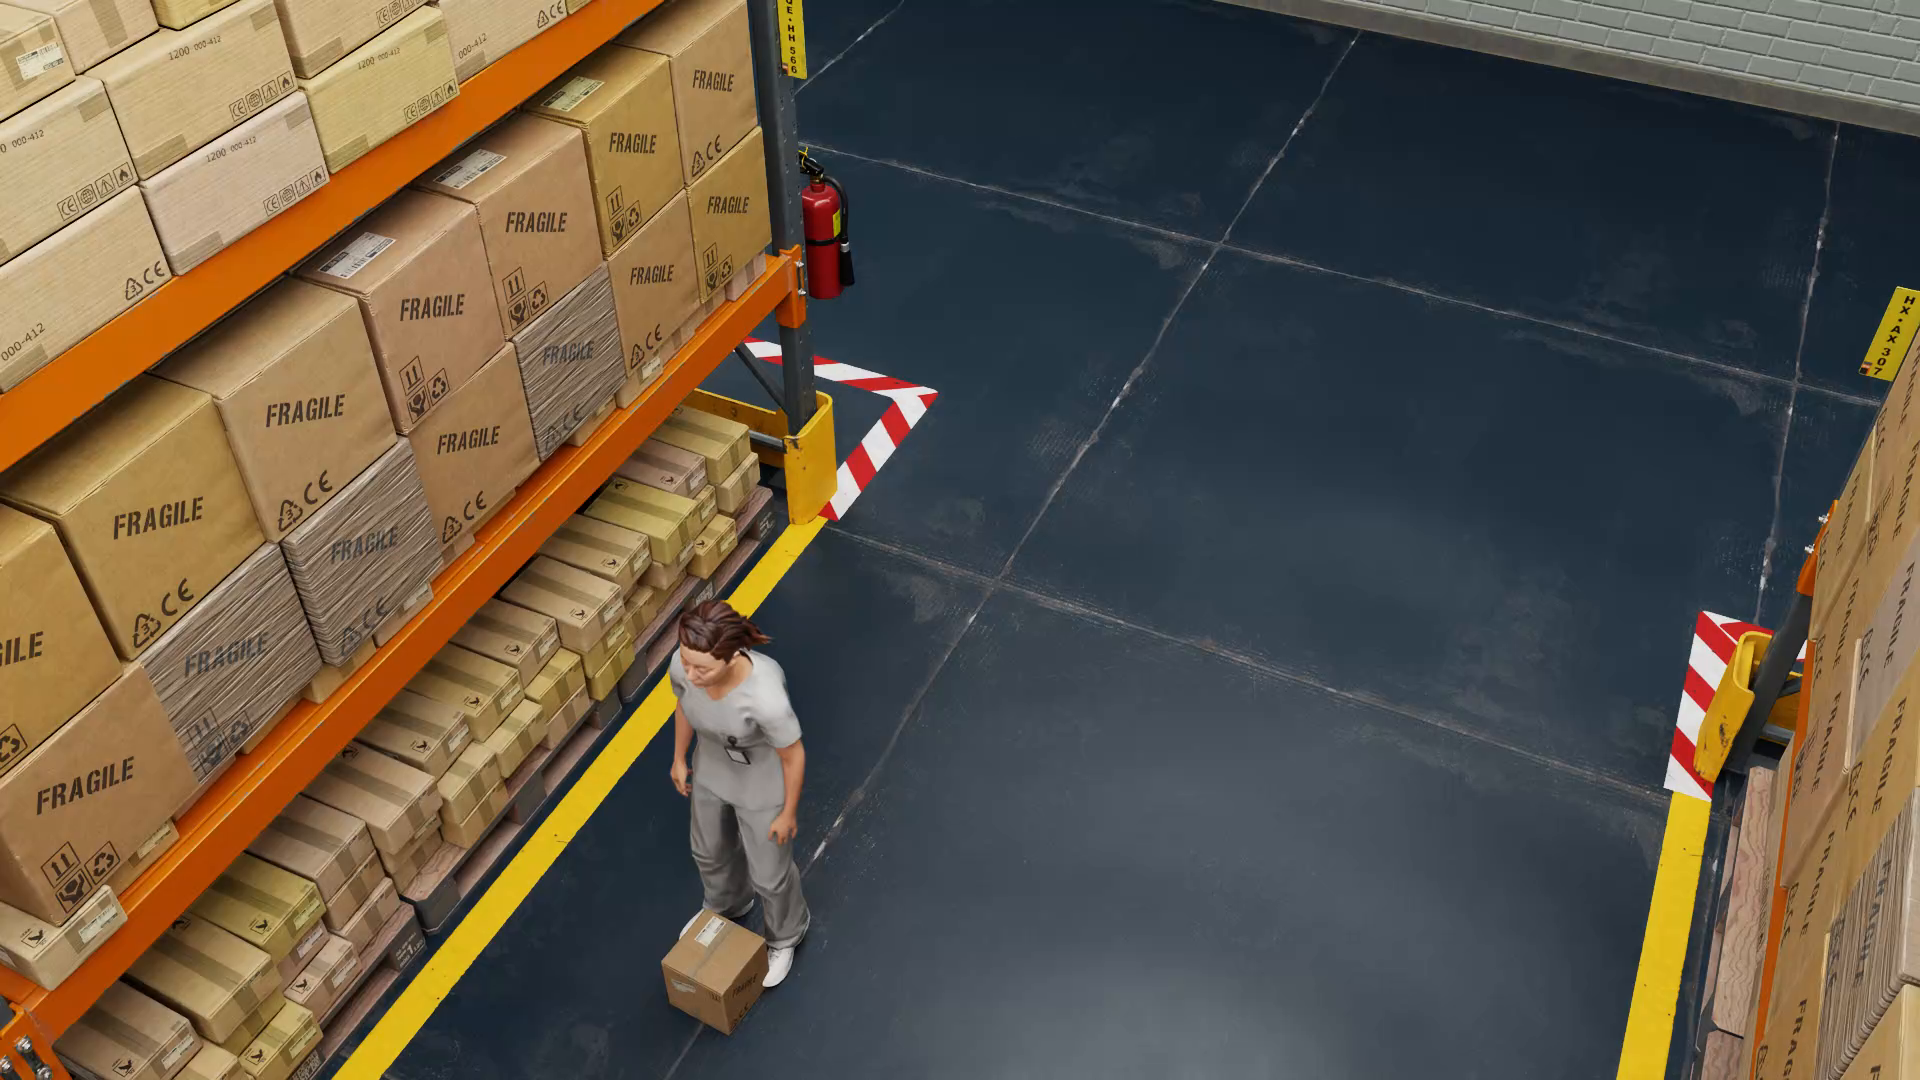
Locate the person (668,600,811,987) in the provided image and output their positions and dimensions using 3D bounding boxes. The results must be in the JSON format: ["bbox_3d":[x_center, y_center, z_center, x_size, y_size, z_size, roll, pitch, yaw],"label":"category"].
[{"bbox_3d":[-0.702,0.783,5.295,0.487,1.673,0.356,22,47,23],"label":"person"}]
